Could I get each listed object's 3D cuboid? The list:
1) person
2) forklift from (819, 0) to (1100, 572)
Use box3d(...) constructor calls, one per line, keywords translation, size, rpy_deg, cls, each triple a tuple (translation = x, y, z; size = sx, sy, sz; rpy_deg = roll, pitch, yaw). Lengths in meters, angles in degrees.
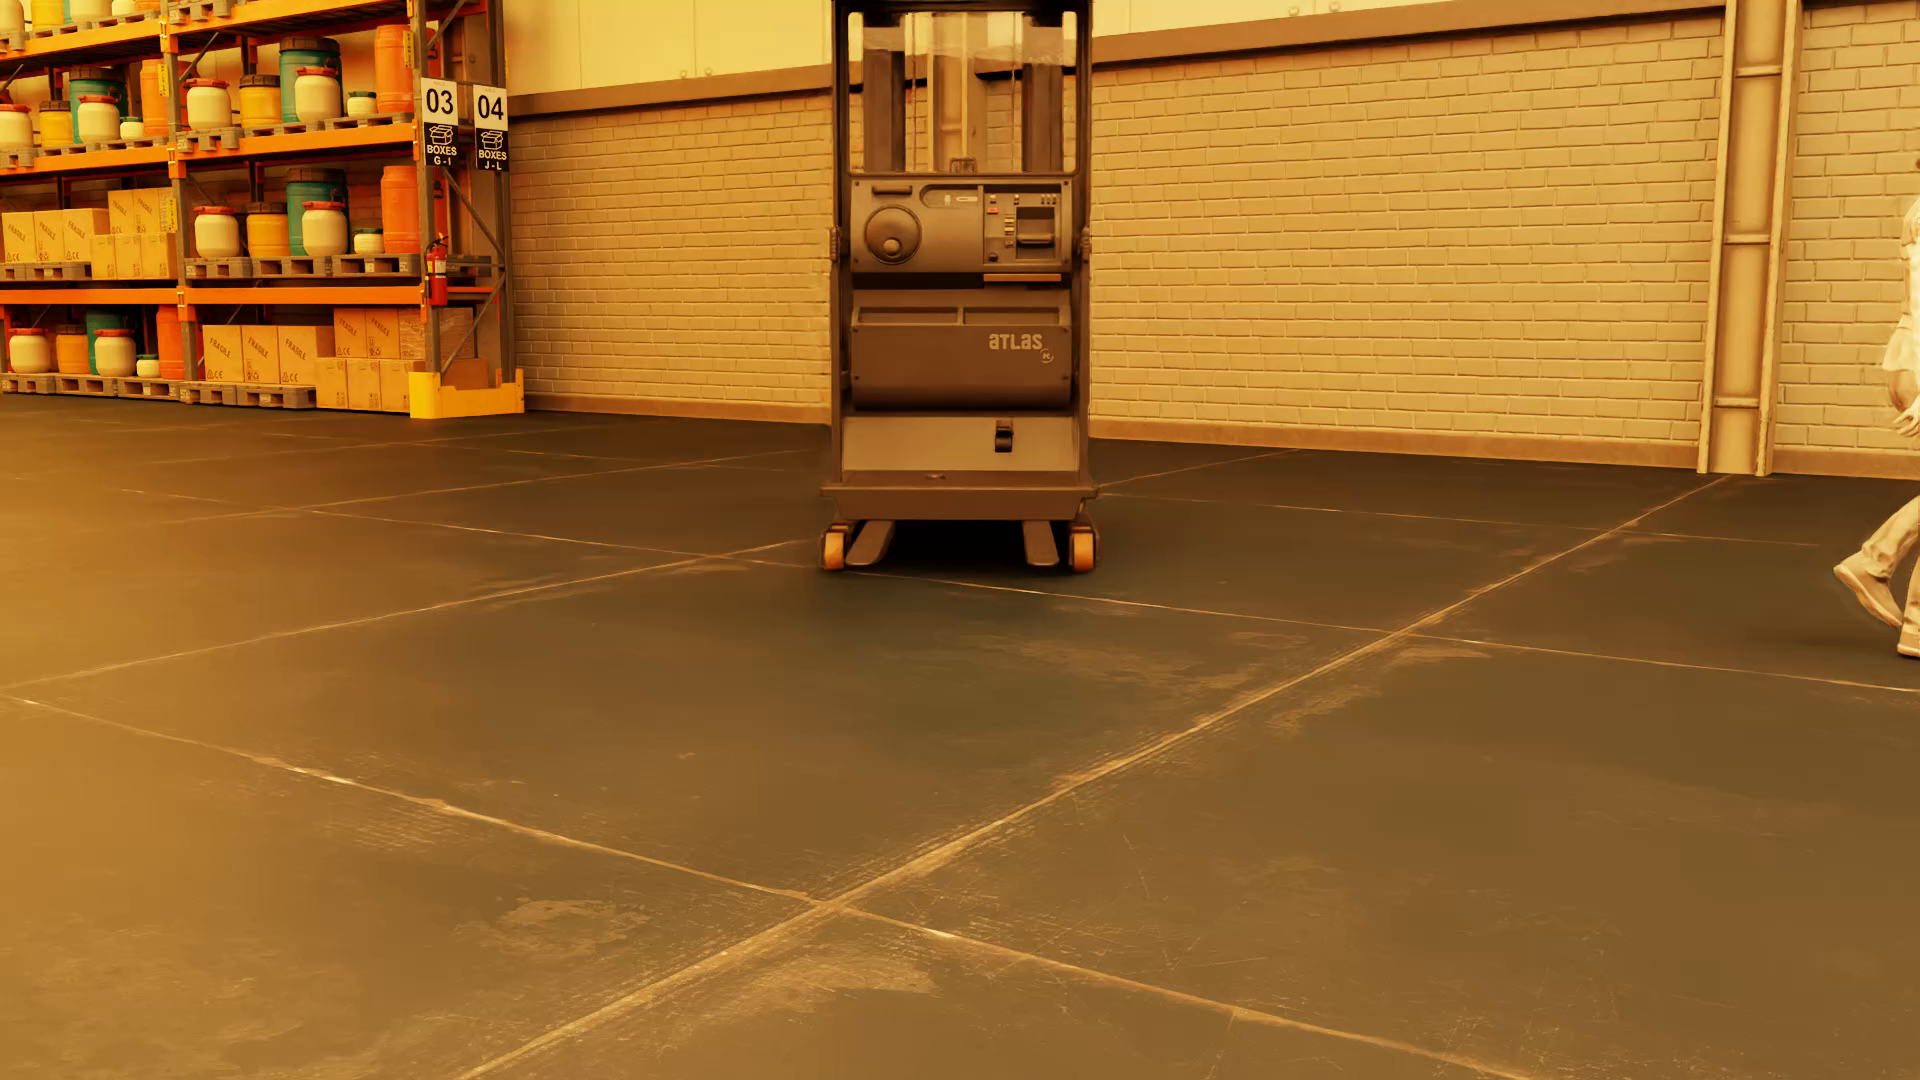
box3d(translation=(2.957, -0.463, 5.025), size=(0.459, 1.650, 0.673), rpy_deg=(3, 9, 19), cls="person")
box3d(translation=(0.003, -1.364, 6.784), size=(1.130, 2.935, 3.031), rpy_deg=(0, 8, 1), cls="forklift")
